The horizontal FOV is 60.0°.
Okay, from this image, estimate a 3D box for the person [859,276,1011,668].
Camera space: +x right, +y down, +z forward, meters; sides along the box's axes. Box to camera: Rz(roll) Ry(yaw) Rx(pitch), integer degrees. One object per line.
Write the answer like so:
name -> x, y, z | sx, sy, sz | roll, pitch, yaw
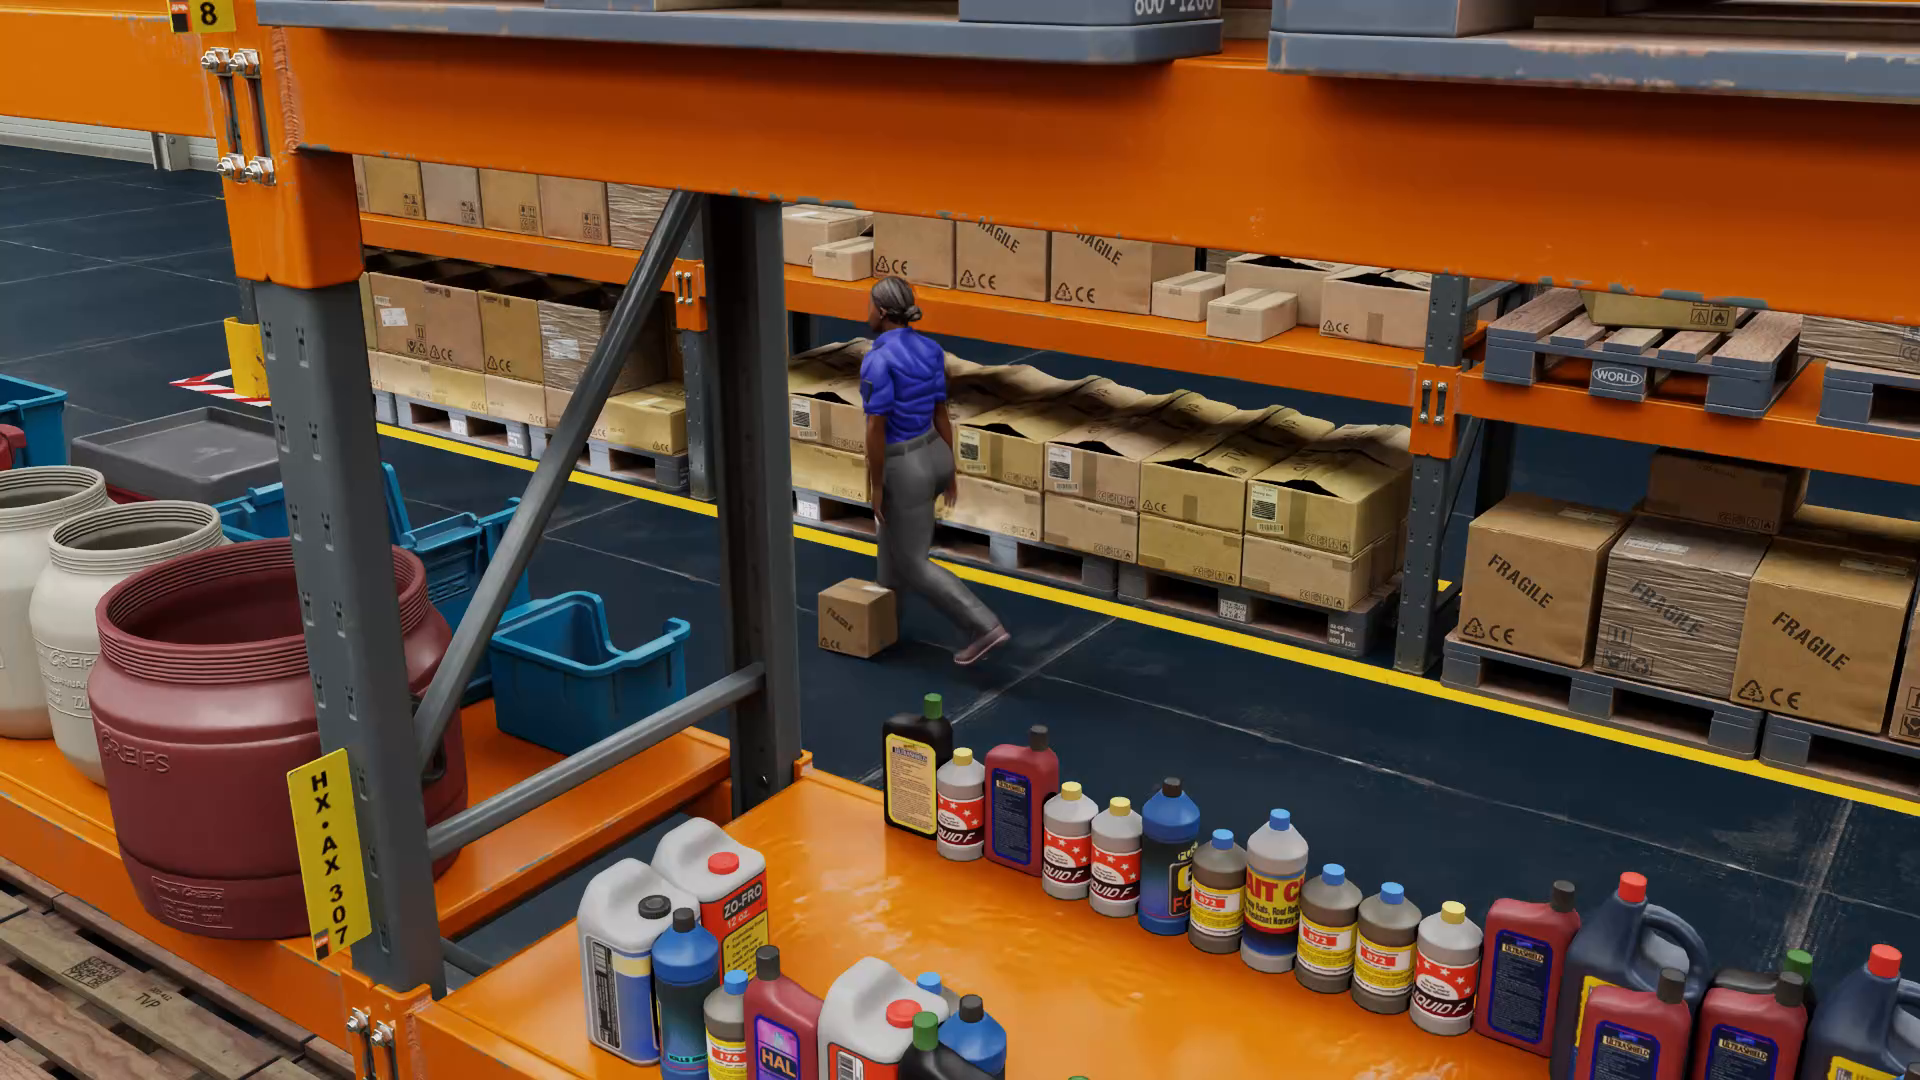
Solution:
person -> -0.166, -0.264, 6.838 | 0.987, 1.606, 0.449 | 14, 24, 33
